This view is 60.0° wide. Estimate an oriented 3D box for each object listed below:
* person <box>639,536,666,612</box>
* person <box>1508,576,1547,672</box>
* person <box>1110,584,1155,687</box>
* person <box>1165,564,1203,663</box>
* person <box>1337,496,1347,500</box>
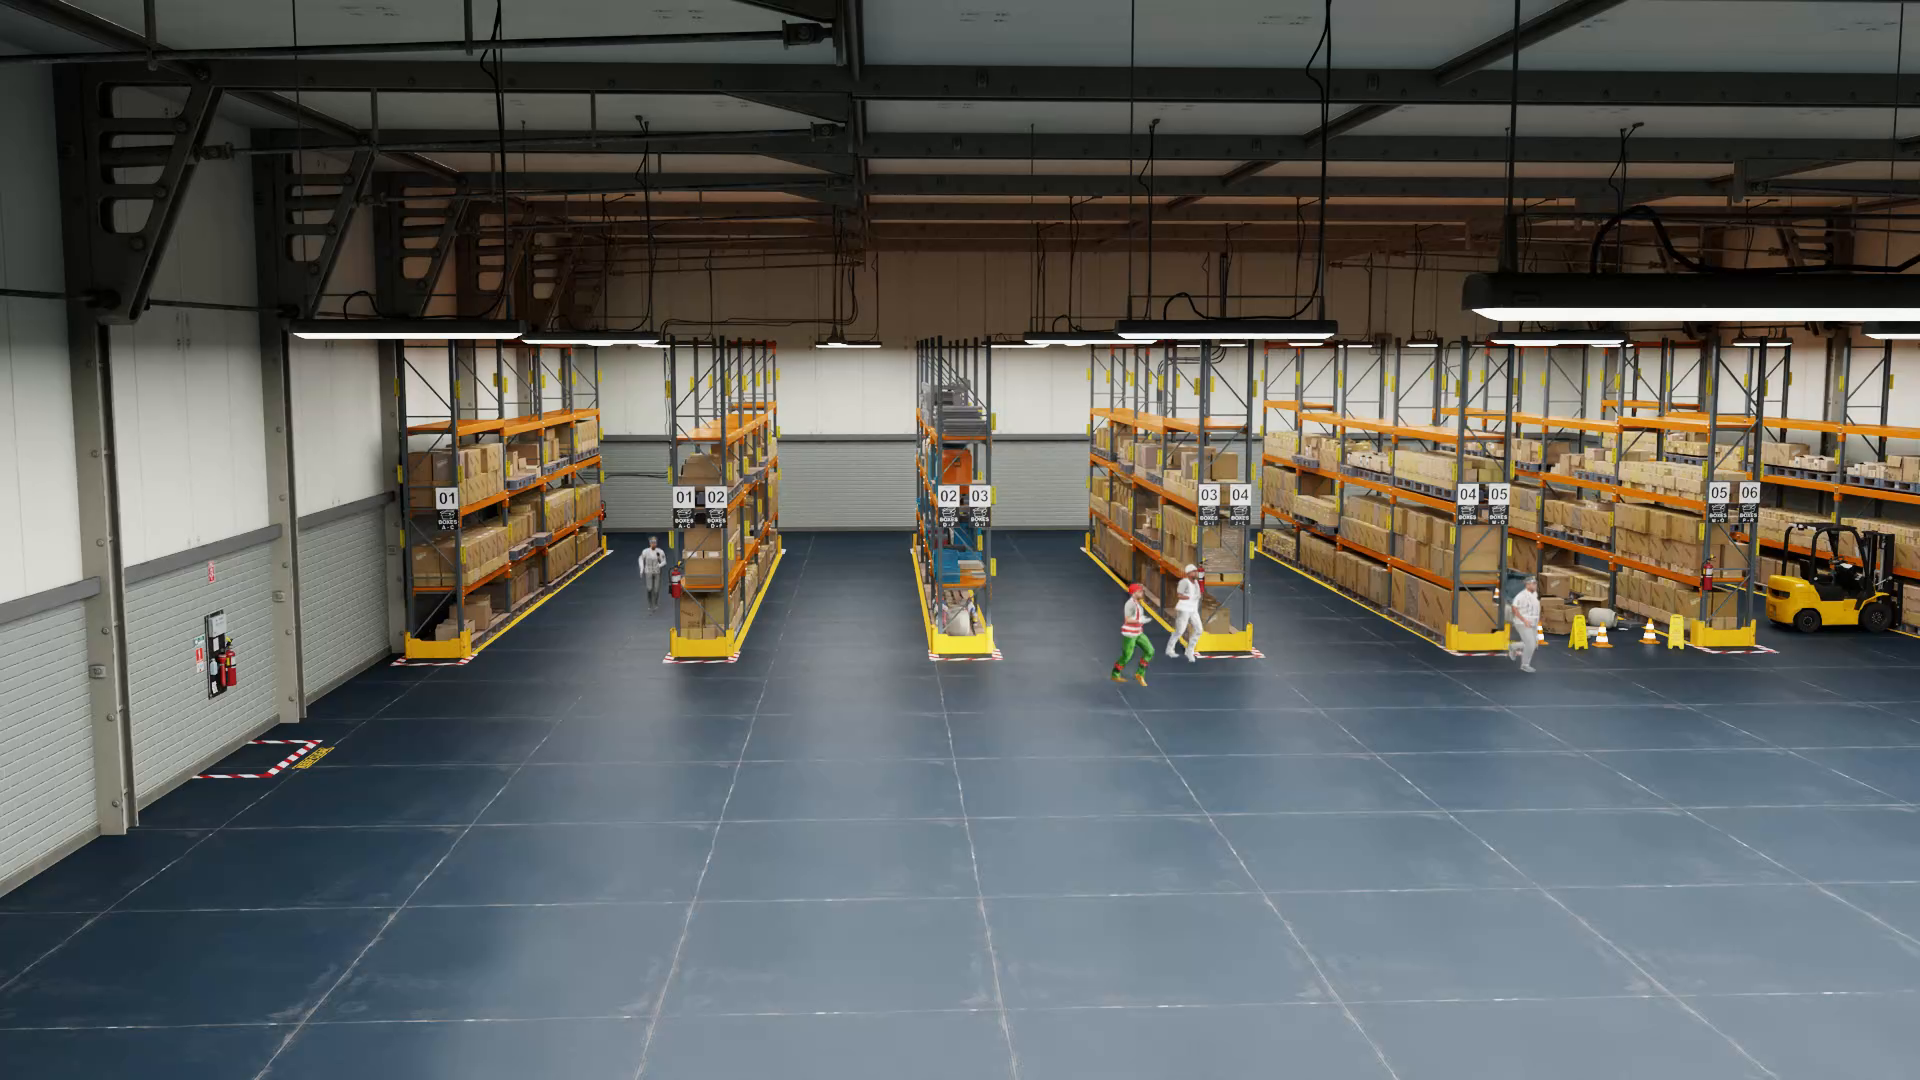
[{"bbox_3d":[-6.731,0.751,36.470,0.579,1.674,0.737,-1,7,-13],"label":"person"},{"bbox_3d":[10.131,1.485,29.894,0.646,1.738,0.626,-6,9,-41],"label":"person"},{"bbox_3d":[2.923,1.633,28.348,0.789,1.802,0.635,4,8,31],"label":"person"},{"bbox_3d":[4.232,1.359,30.808,0.677,1.832,0.744,-6,9,-44],"label":"person"},{"bbox_3d":[10.838,-0.535,47.468,0.677,1.822,0.941,-1,7,-7],"label":"person"}]
